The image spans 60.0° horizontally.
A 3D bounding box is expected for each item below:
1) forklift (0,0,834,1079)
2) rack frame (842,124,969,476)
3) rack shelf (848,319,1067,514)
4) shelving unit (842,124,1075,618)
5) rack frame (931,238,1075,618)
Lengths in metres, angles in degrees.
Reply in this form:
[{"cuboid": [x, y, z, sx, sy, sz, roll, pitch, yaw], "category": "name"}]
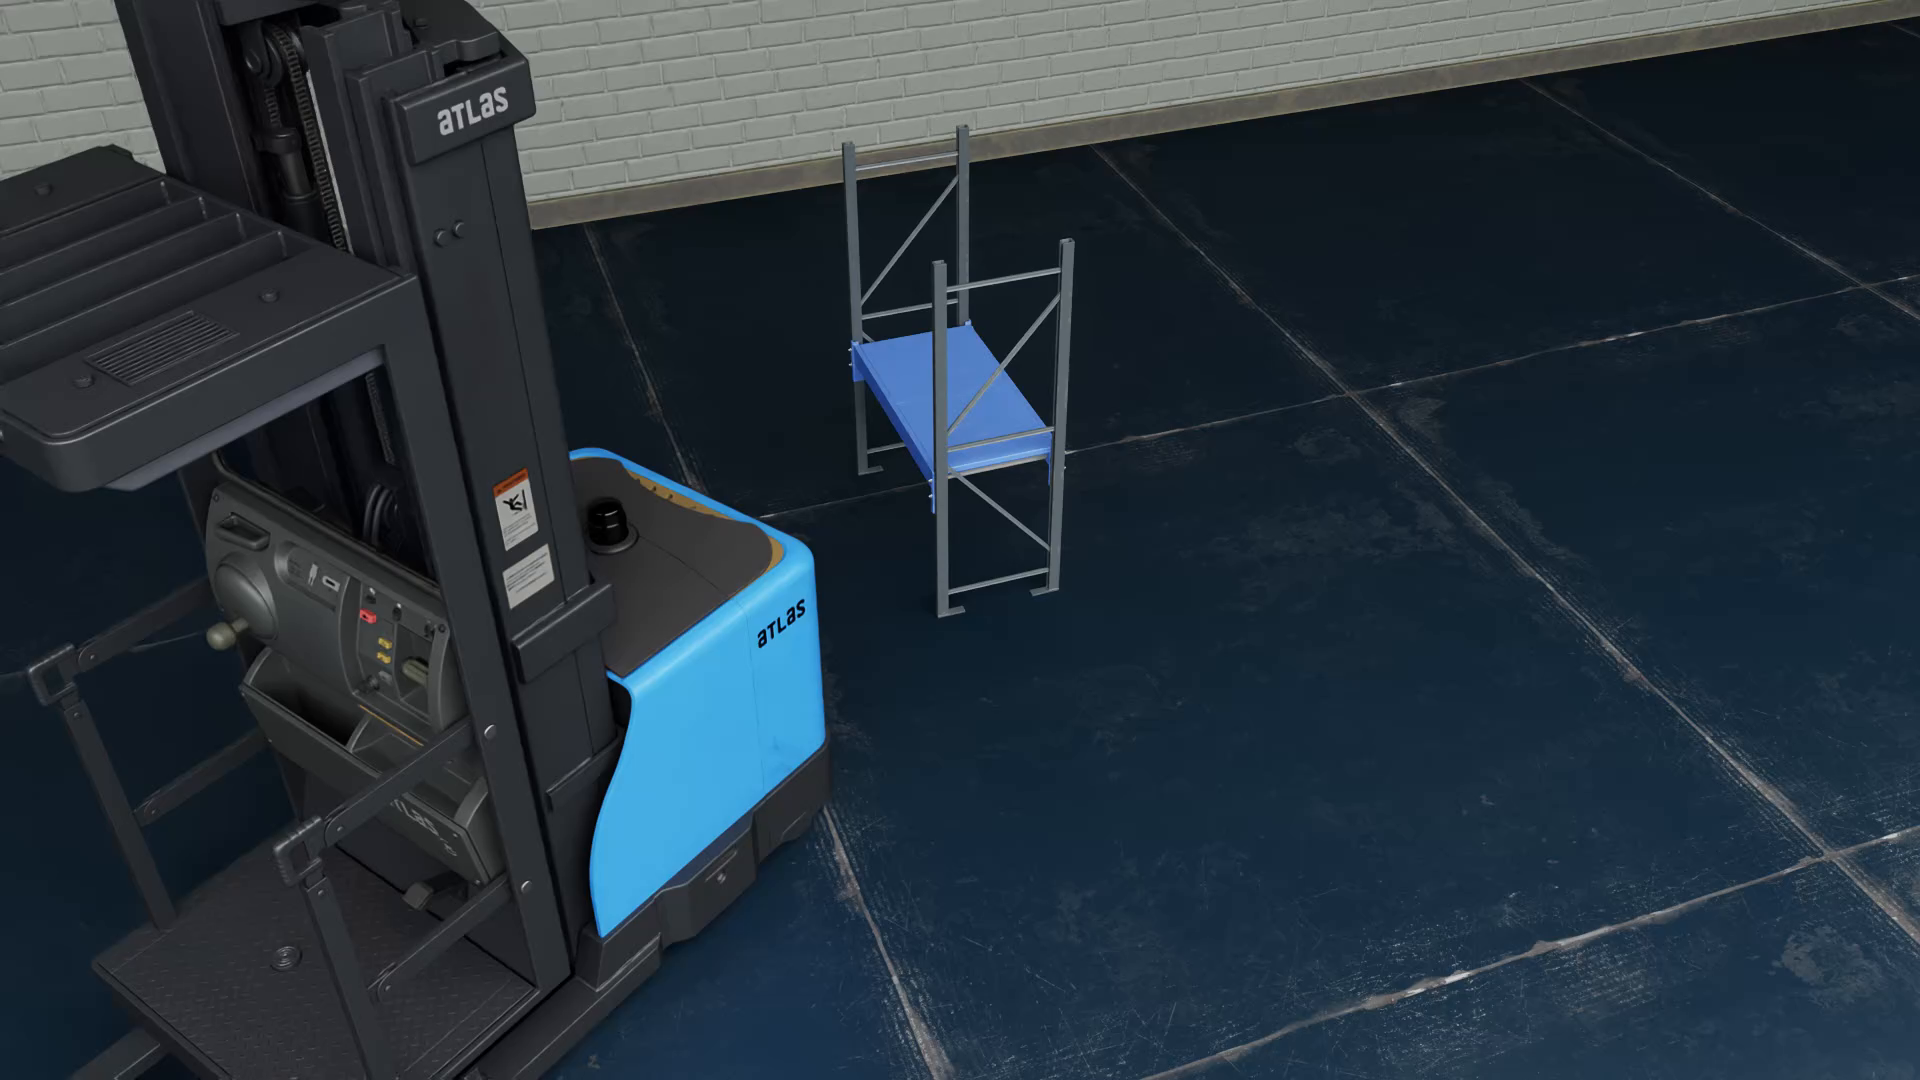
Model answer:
[{"cuboid": [-1.697, 0.248, 3.984, 1.130, 2.935, 3.031, 24, 43, 28], "category": "forklift"}, {"cuboid": [-0.204, -0.934, 6.744, 0.500, 1.500, 0.032, -12, 39, -16], "category": "rack frame"}, {"cuboid": [-0.029, -0.504, 6.471, 0.538, 0.185, 1.000, -12, 39, -16], "category": "rack shelf"}, {"cuboid": [-0.029, -0.647, 6.363, 0.538, 1.500, 1.048, -12, 39, -16], "category": "shelving unit"}, {"cuboid": [0.146, -0.360, 5.981, 0.500, 1.500, 0.032, -12, 39, -16], "category": "rack frame"}]
